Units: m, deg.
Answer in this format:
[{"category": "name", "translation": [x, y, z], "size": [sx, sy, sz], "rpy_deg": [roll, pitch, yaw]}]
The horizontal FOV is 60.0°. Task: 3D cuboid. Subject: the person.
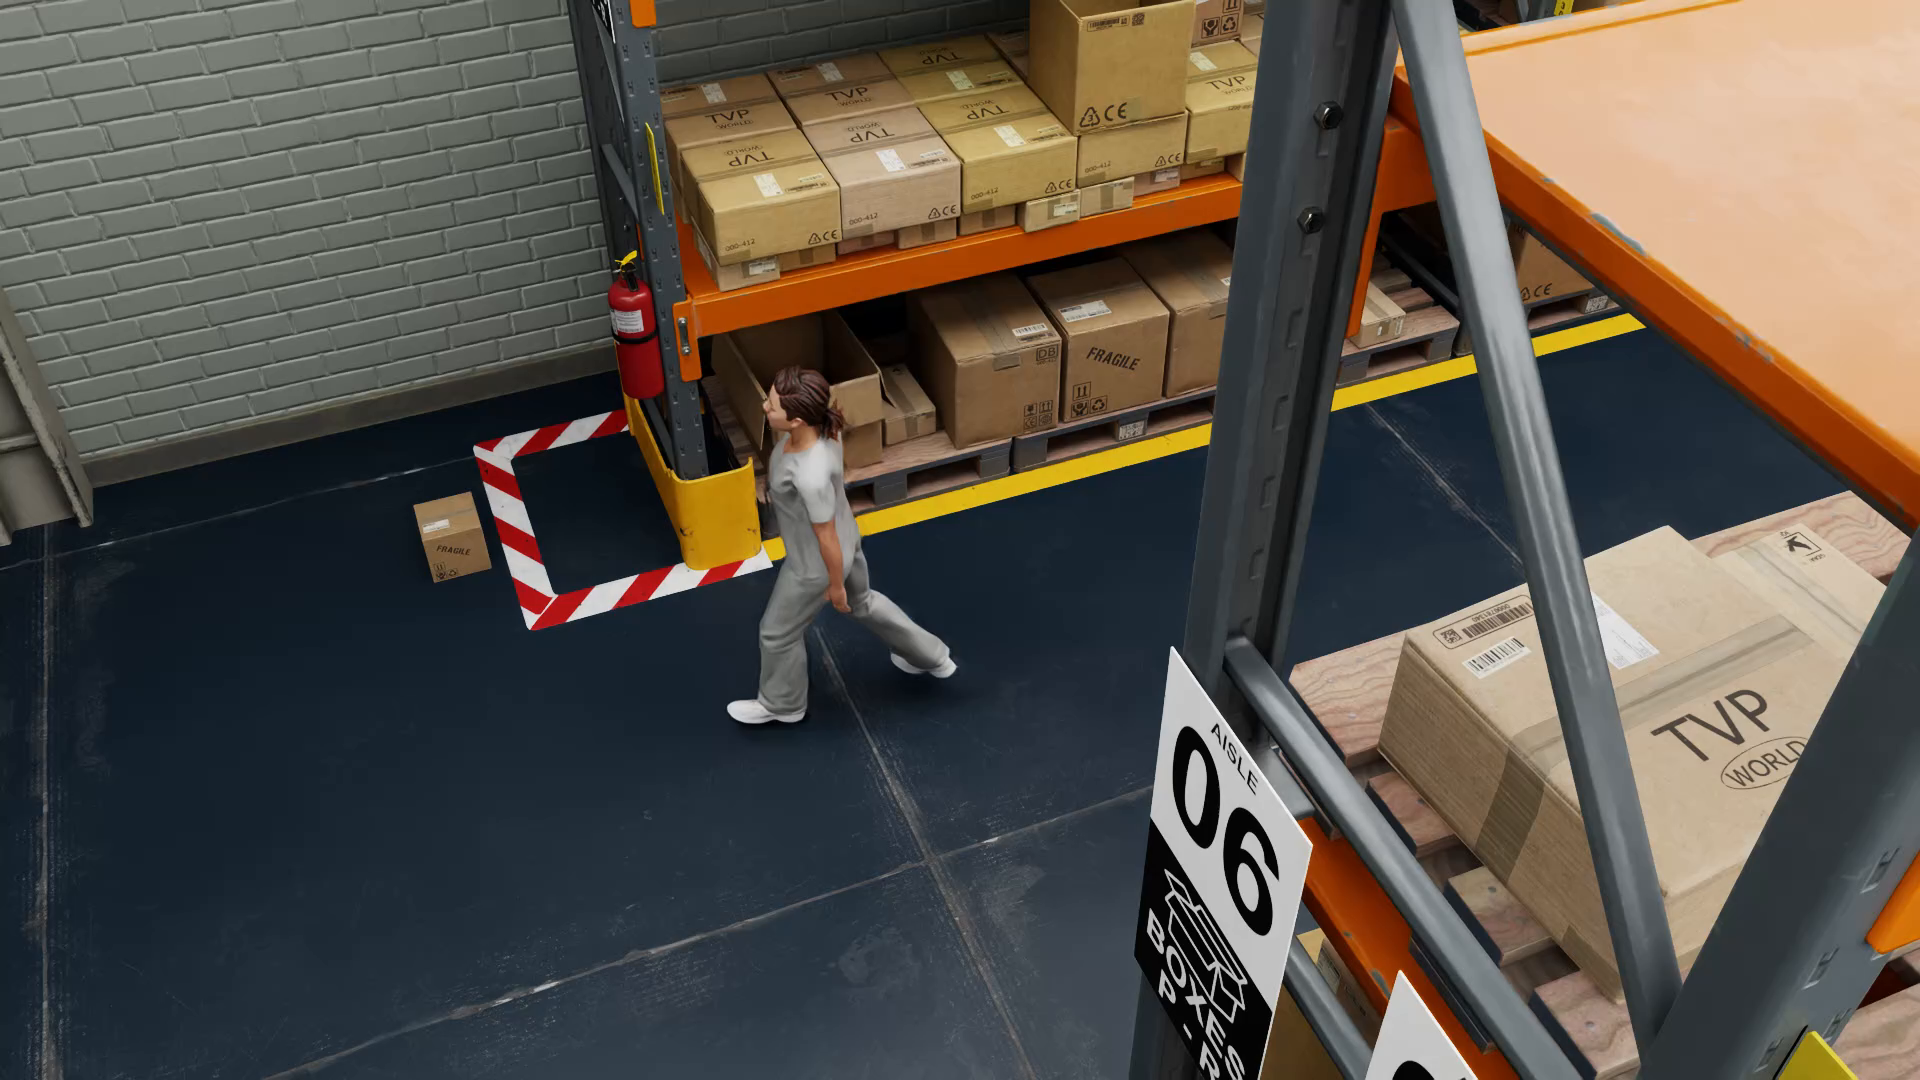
[{"category": "person", "translation": [-0.462, 0.032, 6.137], "size": [0.890, 1.638, 0.451], "rpy_deg": [3, 42, 3]}]
